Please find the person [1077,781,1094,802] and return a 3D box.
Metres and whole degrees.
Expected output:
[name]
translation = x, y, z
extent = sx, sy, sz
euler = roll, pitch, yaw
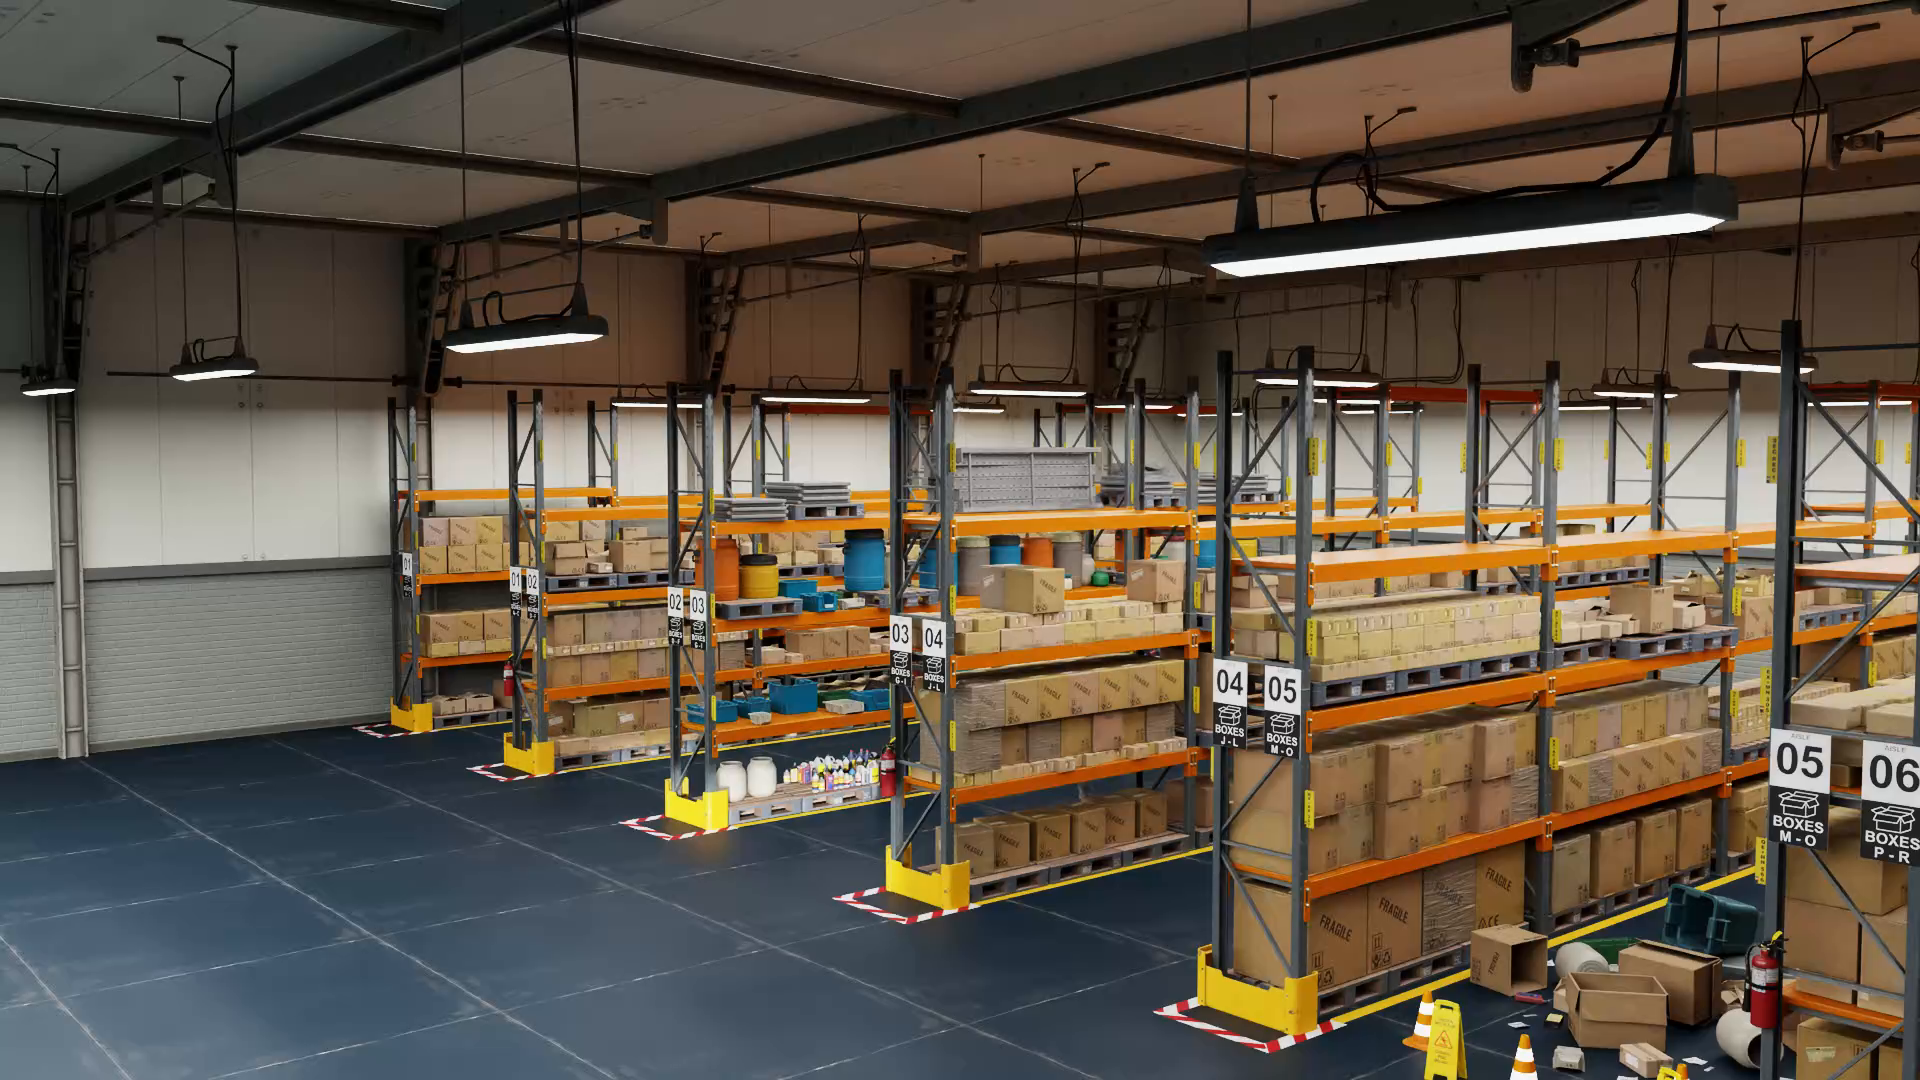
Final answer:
[person]
translation = 1.712, 2.921, 23.362
extent = 0.666, 1.776, 0.682
euler = -3, 5, -45
